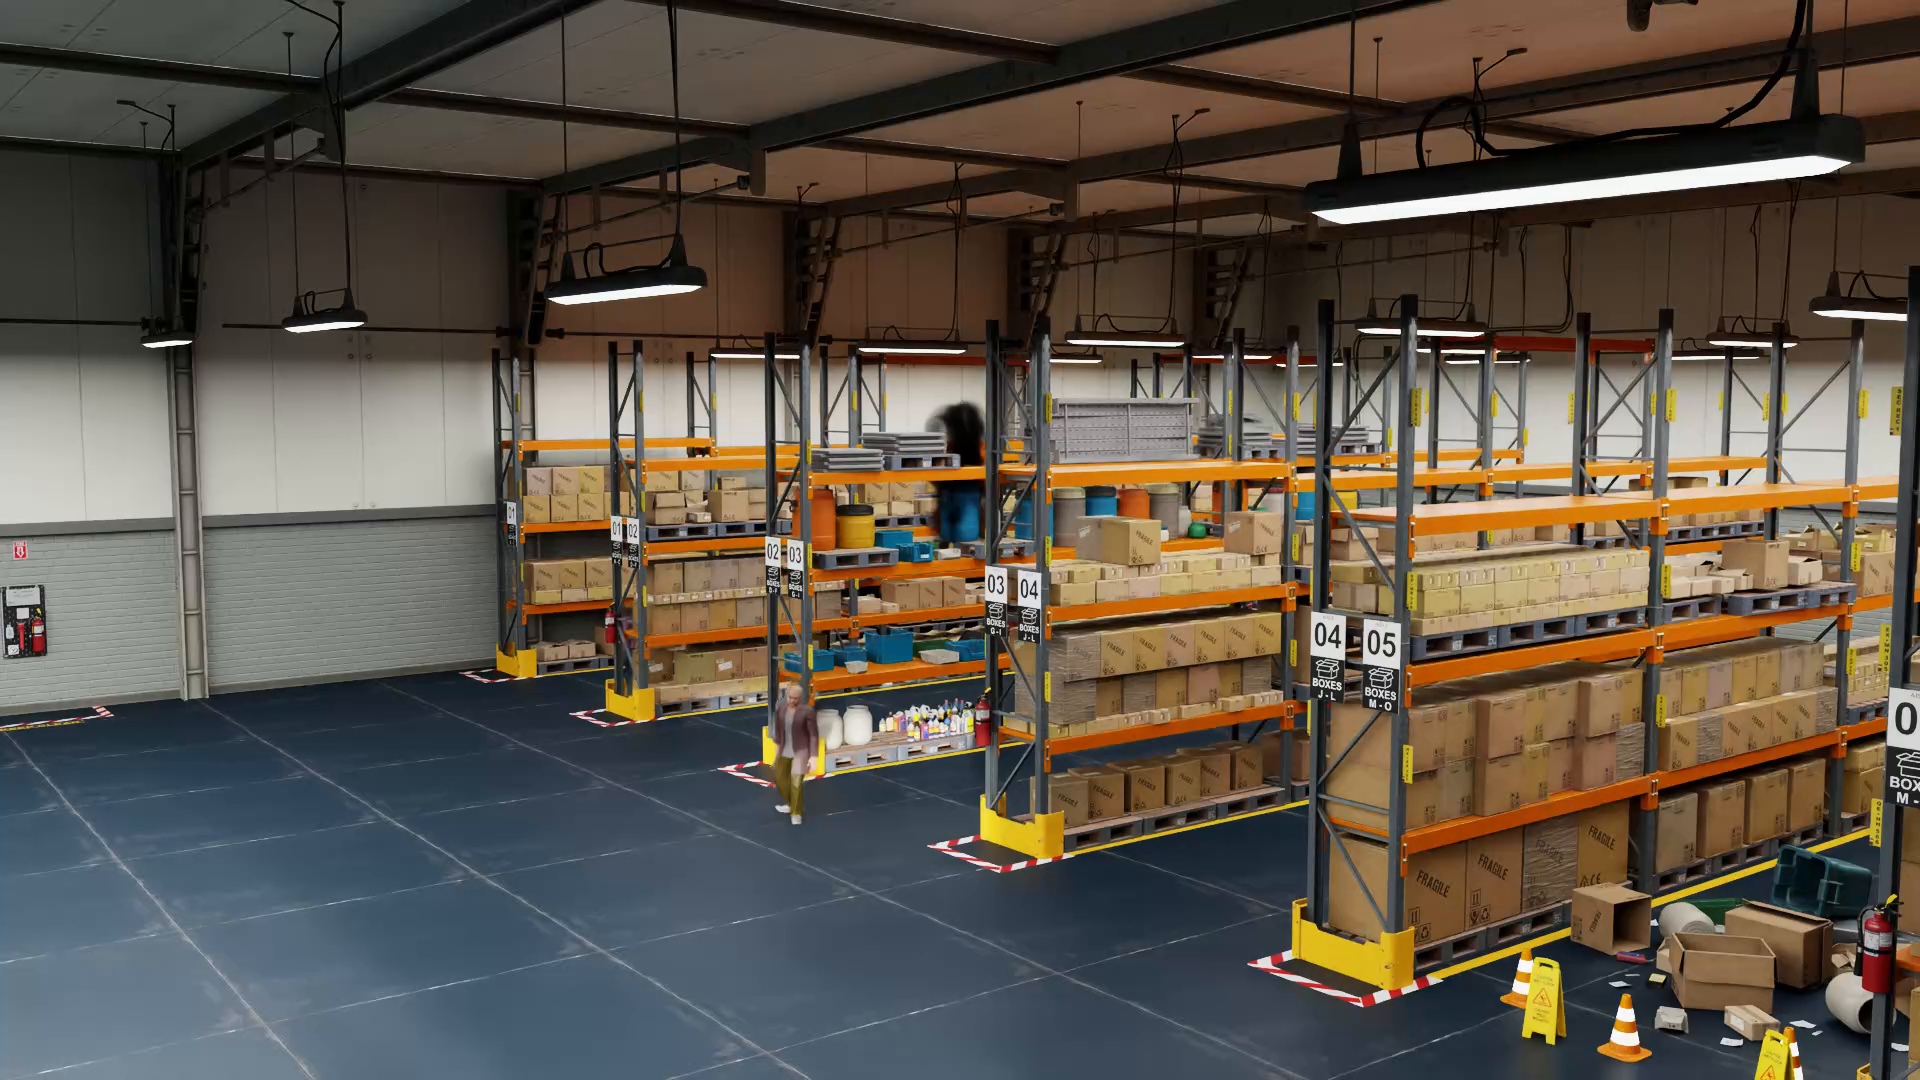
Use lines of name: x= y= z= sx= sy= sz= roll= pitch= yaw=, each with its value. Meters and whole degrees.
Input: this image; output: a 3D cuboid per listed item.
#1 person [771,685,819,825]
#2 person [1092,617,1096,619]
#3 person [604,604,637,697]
person: x=-1.965 y=2.548 z=20.052 sx=0.841 sy=1.709 sz=0.602 roll=3 pitch=6 yaw=30
person: x=2.410 y=1.844 z=28.324 sx=0.725 sy=1.732 sz=0.576 roll=-4 pitch=6 yaw=-36
person: x=-5.749 y=1.849 z=28.536 sx=0.539 sy=1.561 sz=1.028 roll=3 pitch=6 yaw=33
